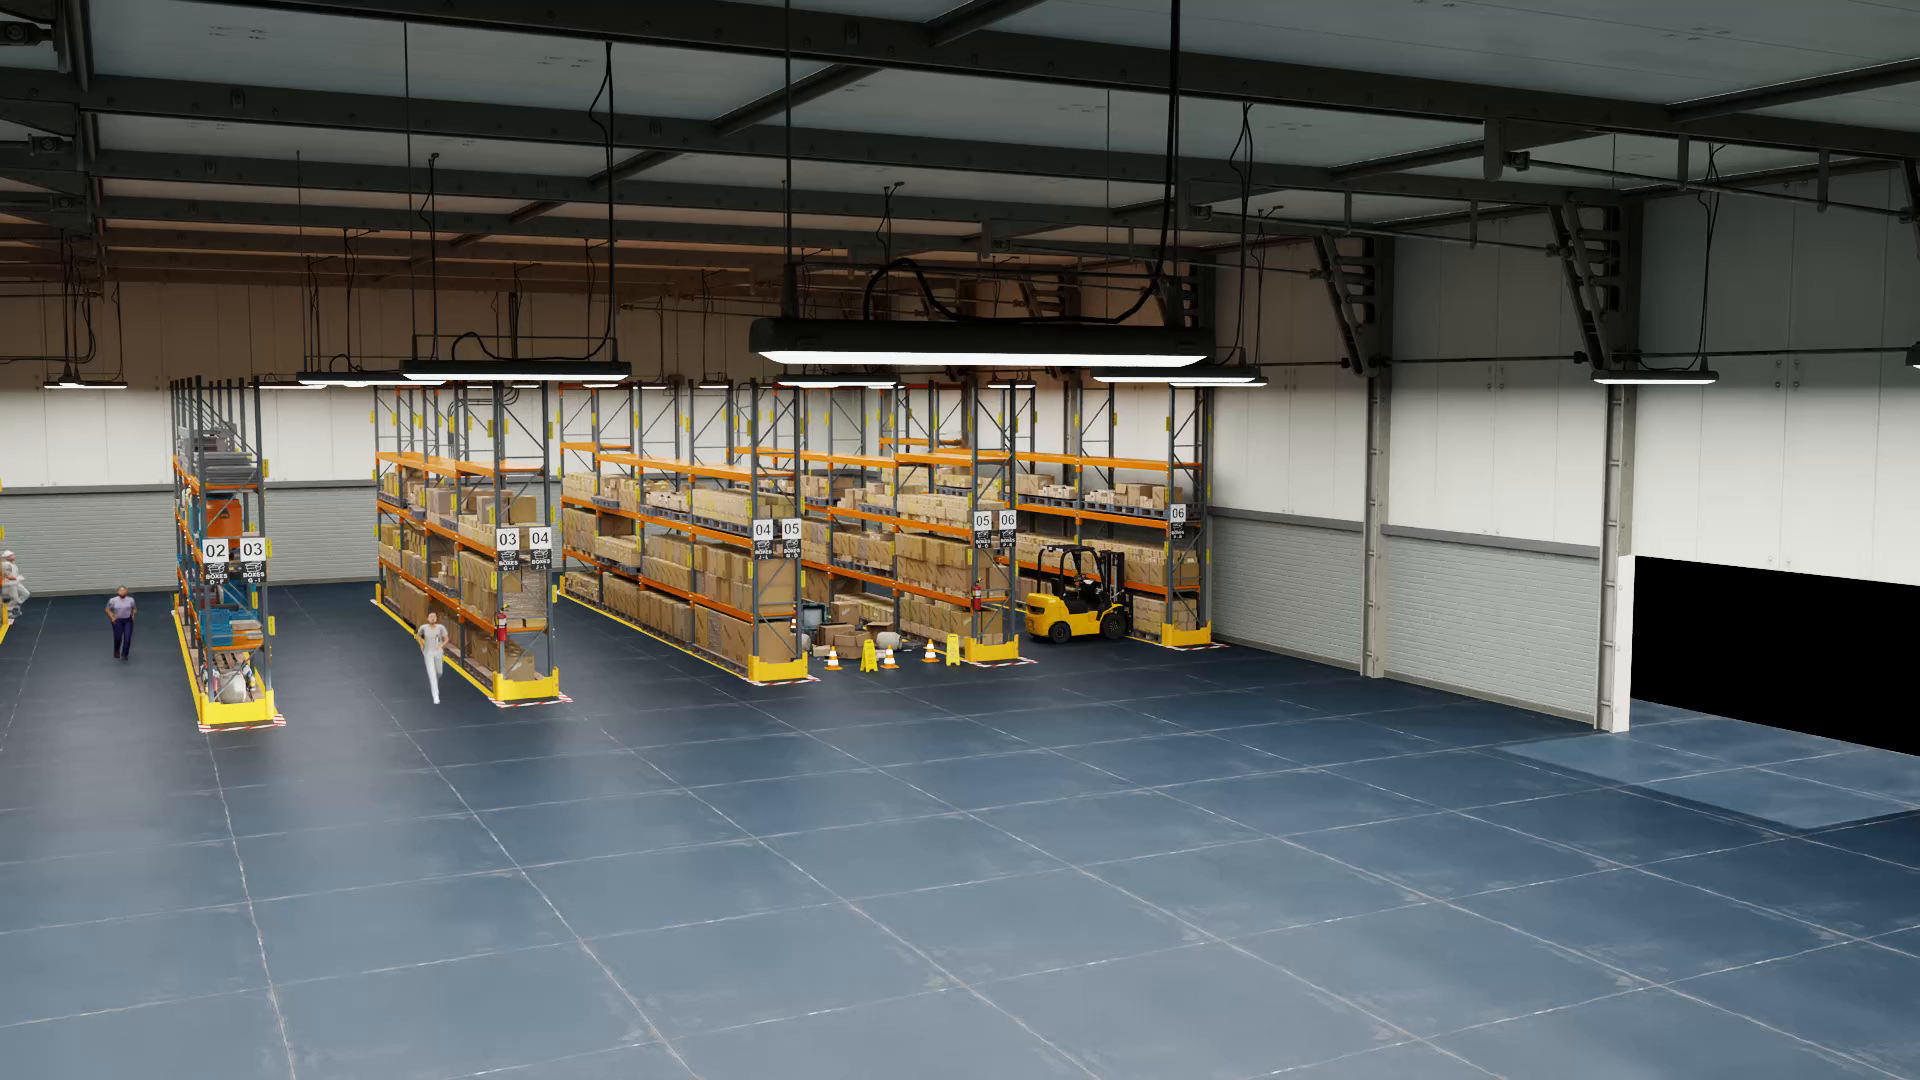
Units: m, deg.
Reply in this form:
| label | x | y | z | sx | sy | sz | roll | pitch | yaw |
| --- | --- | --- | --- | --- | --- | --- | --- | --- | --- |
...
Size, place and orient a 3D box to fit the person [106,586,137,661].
| label | x | y | z | sx | sy | sz | roll | pitch | yaw |
| --- | --- | --- | --- | --- | --- | --- | --- | --- | --- |
| person | -17.815 | 1.817 | 35.397 | 0.581 | 1.519 | 0.536 | -4 | 6 | -35 |

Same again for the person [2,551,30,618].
| label | x | y | z | sx | sy | sz | roll | pitch | yaw |
| --- | --- | --- | --- | --- | --- | --- | --- | --- | --- |
| person | -23.881 | 1.120 | 41.990 | 0.602 | 1.726 | 0.645 | -1 | 5 | -10 |

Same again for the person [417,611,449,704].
| label | x | y | z | sx | sy | sz | roll | pitch | yaw |
| --- | --- | --- | --- | --- | --- | --- | --- | --- | --- |
| person | -9.834 | 2.149 | 31.074 | 0.537 | 1.677 | 1.114 | -3 | 6 | -27 |

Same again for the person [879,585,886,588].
| label | x | y | z | sx | sy | sz | roll | pitch | yaw |
| --- | --- | --- | --- | --- | --- | --- | --- | --- | --- |
| person | -2.132 | 0.569 | 46.135 | 0.543 | 1.556 | 0.487 | -4 | 7 | -39 |
